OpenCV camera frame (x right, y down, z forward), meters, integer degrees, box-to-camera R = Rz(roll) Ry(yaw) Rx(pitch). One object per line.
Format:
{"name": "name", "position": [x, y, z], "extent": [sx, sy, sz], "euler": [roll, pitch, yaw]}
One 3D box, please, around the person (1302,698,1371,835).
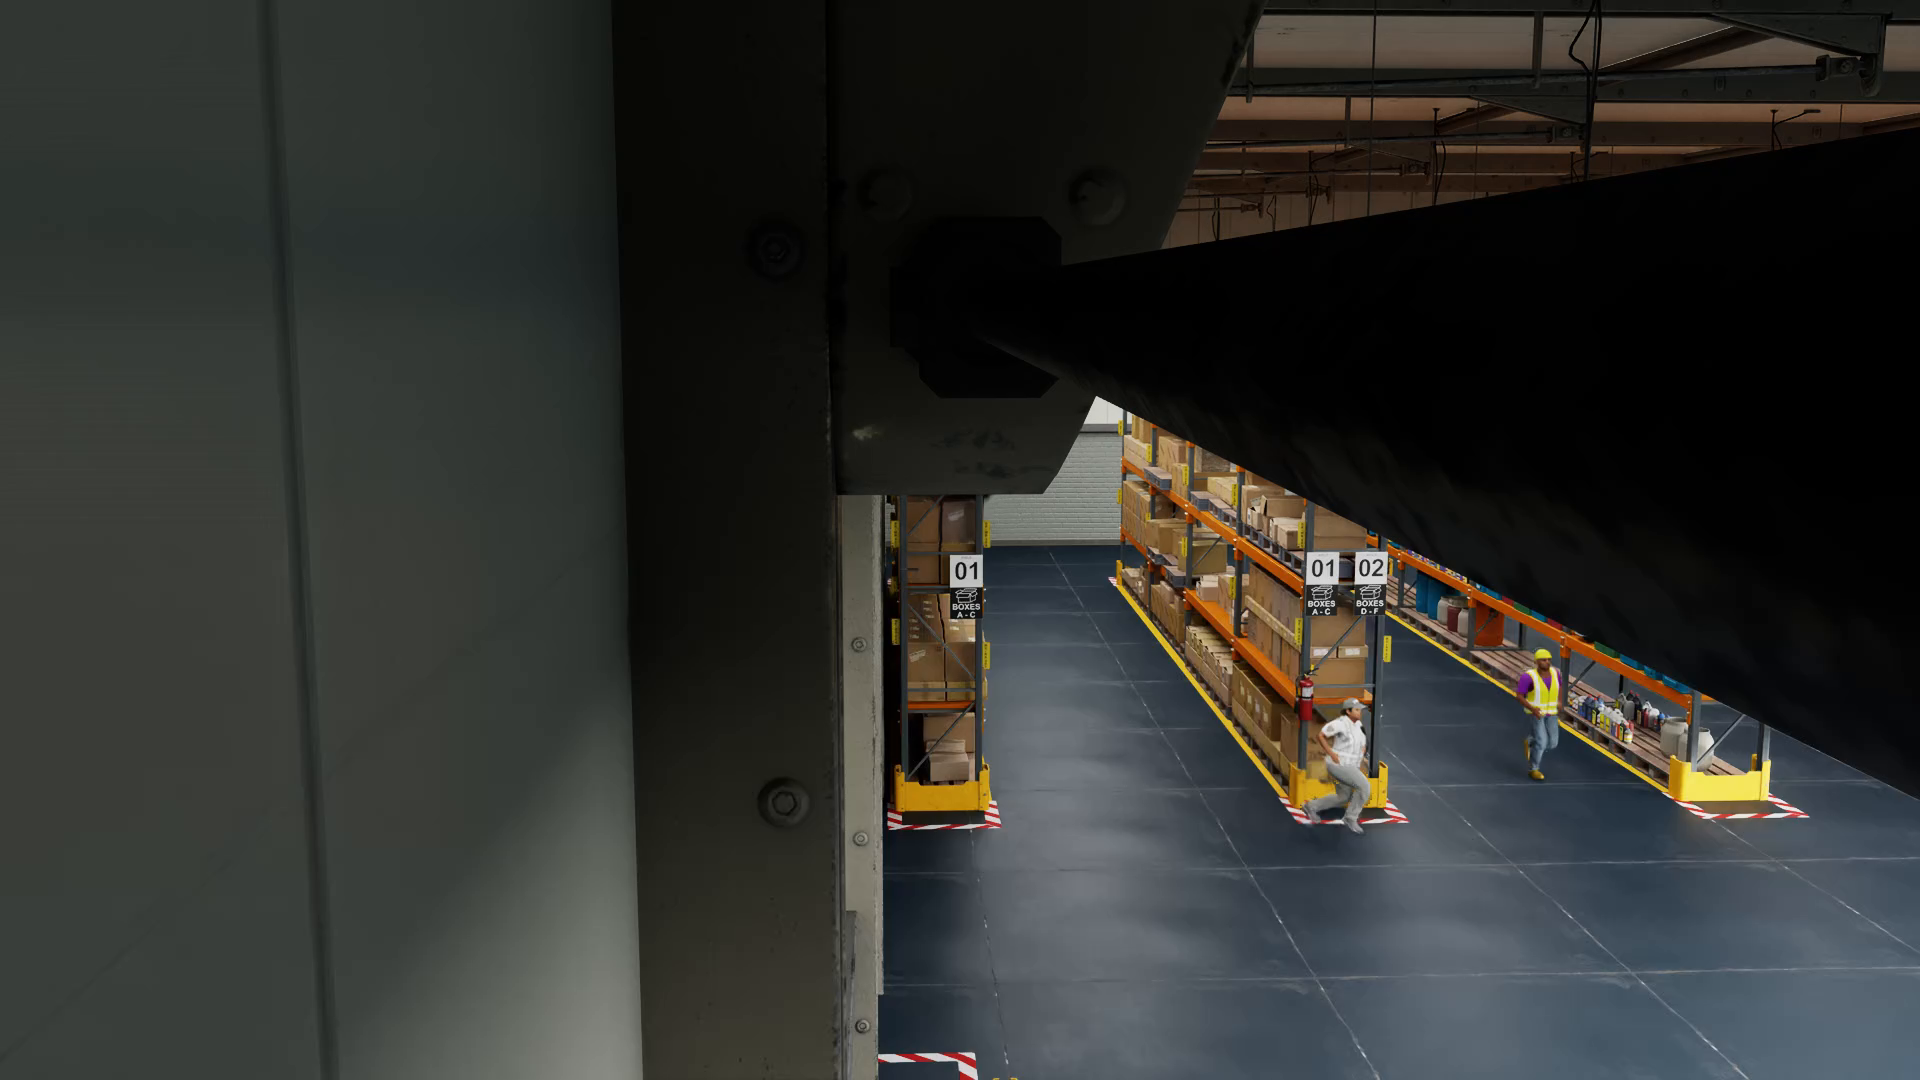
{"name": "person", "position": [4.446, 2.558, 19.293], "extent": [0.884, 1.487, 0.623], "euler": [7, 11, 38]}

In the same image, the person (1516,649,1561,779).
{"name": "person", "position": [7.611, 2.264, 21.913], "extent": [0.683, 1.728, 0.572], "euler": [-2, 9, -14]}
